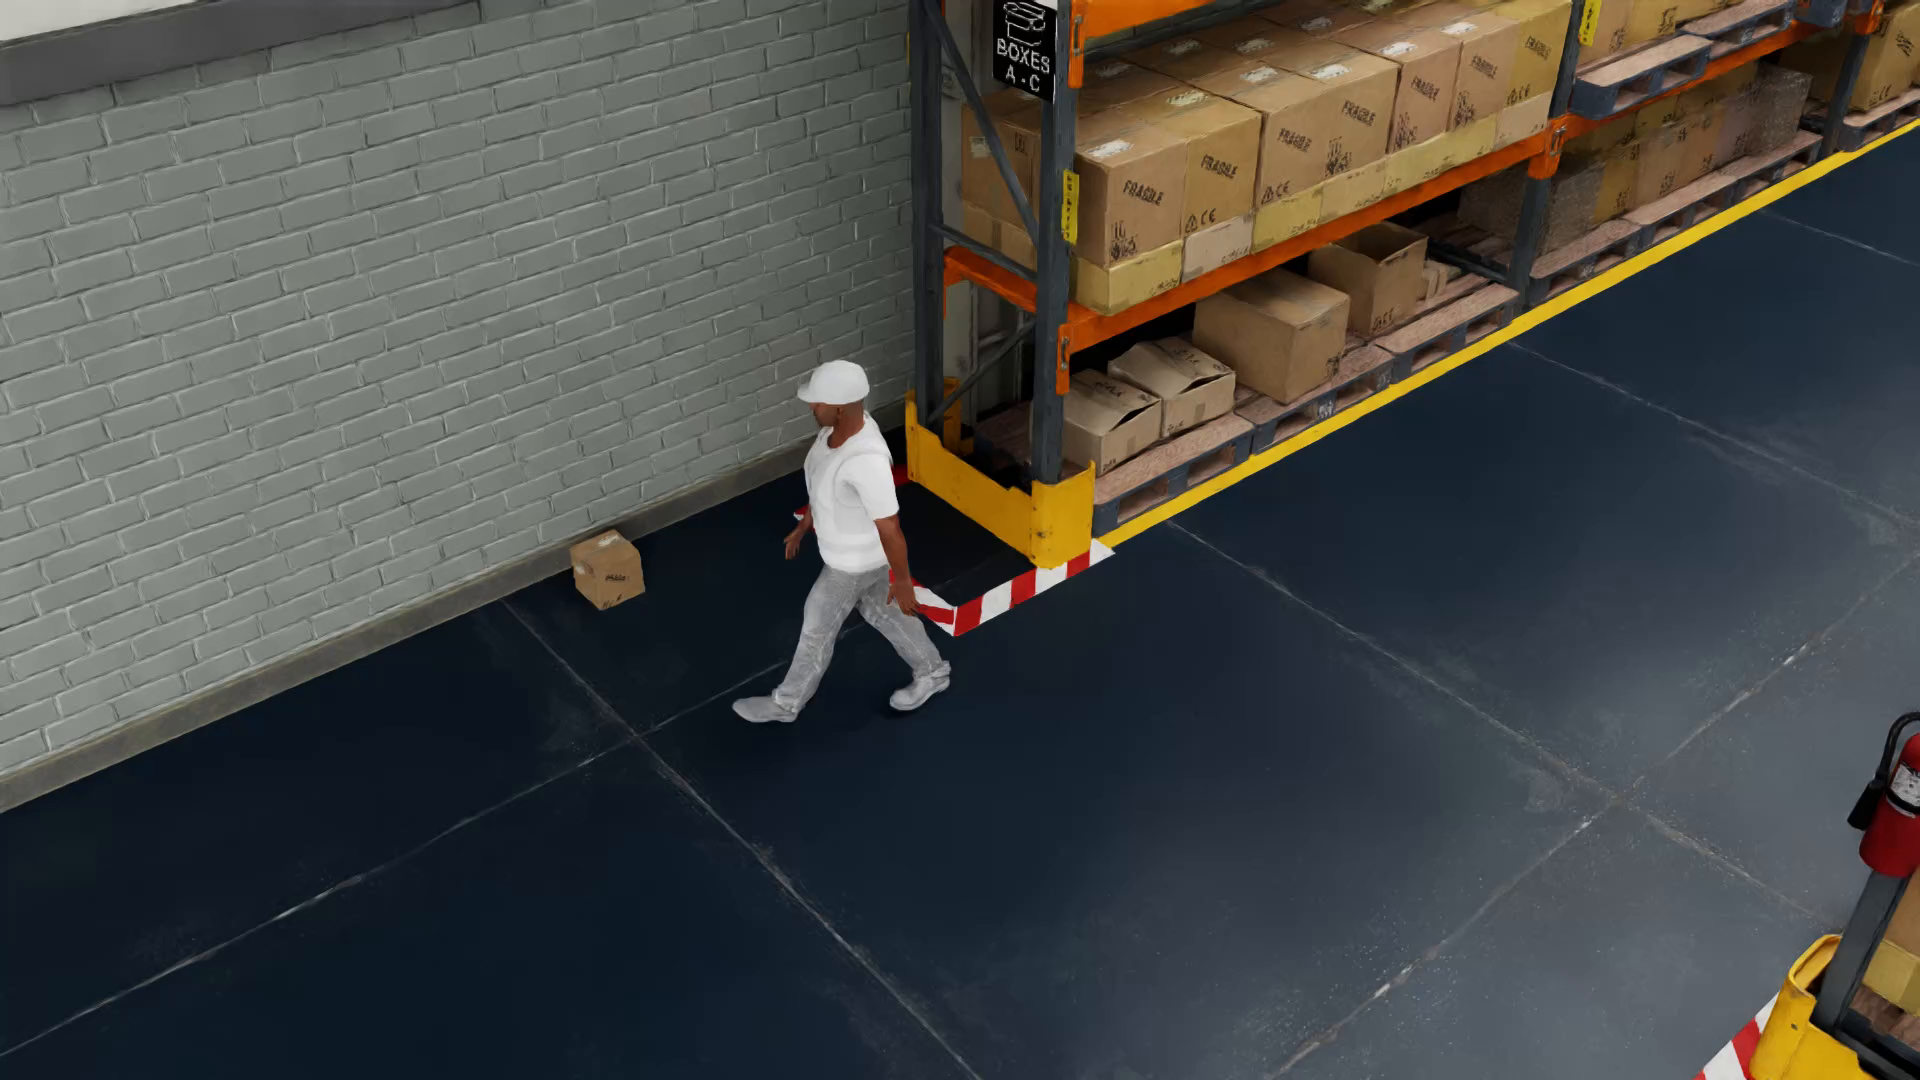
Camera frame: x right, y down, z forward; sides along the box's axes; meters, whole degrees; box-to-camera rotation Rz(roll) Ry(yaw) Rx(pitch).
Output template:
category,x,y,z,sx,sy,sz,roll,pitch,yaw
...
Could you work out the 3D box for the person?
category,x,y,z,sx,sy,sz,roll,pitch,yaw
person,-0.527,0.037,7.005,0.994,1.715,0.653,-6,36,-9
